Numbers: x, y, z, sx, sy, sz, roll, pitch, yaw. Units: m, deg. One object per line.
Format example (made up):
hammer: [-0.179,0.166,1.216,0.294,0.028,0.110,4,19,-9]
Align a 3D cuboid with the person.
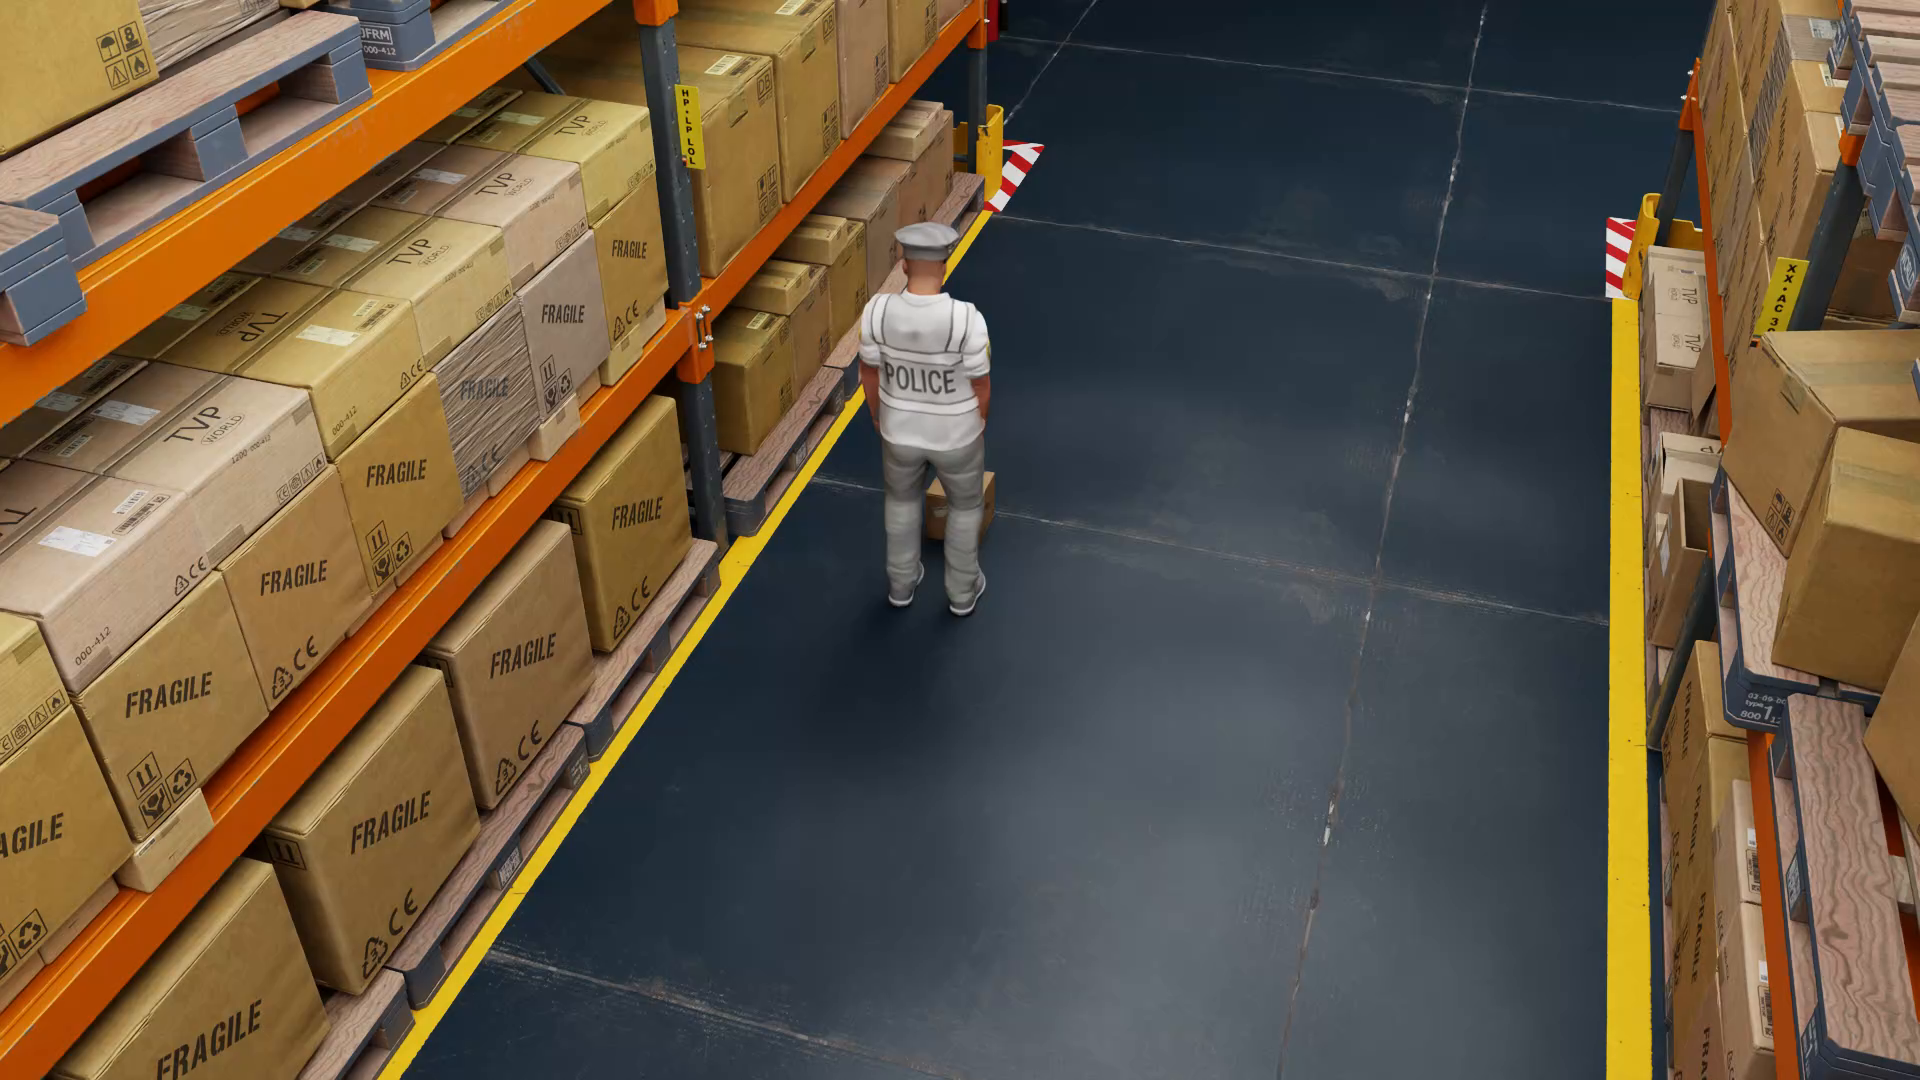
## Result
person: [-0.134,-0.457,6.775,0.534,1.736,0.389,8,38,10]
